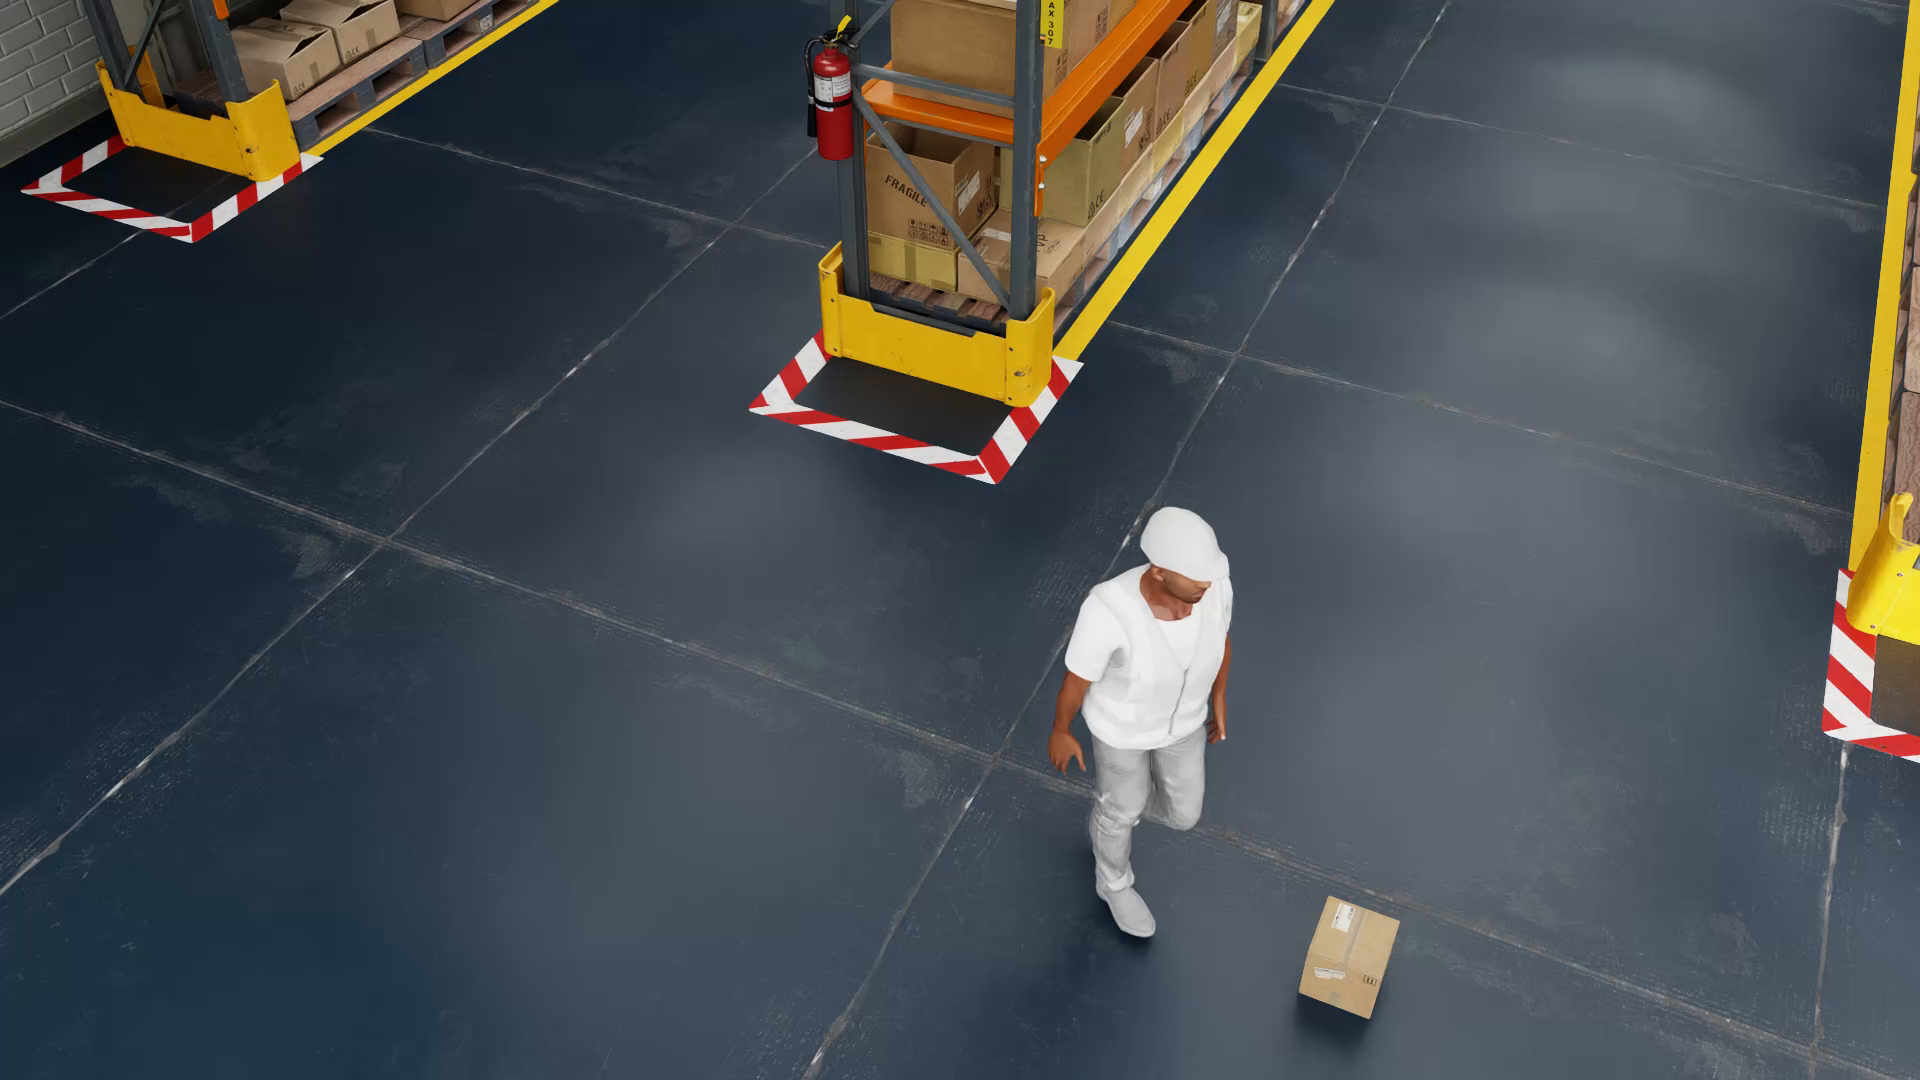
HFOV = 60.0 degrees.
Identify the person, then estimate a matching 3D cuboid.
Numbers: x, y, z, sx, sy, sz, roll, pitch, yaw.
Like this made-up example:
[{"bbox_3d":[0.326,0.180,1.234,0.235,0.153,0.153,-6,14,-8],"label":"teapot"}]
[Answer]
[{"bbox_3d":[0.601,0.585,5.486,0.634,1.775,0.544,-18,45,-19],"label":"person"}]
